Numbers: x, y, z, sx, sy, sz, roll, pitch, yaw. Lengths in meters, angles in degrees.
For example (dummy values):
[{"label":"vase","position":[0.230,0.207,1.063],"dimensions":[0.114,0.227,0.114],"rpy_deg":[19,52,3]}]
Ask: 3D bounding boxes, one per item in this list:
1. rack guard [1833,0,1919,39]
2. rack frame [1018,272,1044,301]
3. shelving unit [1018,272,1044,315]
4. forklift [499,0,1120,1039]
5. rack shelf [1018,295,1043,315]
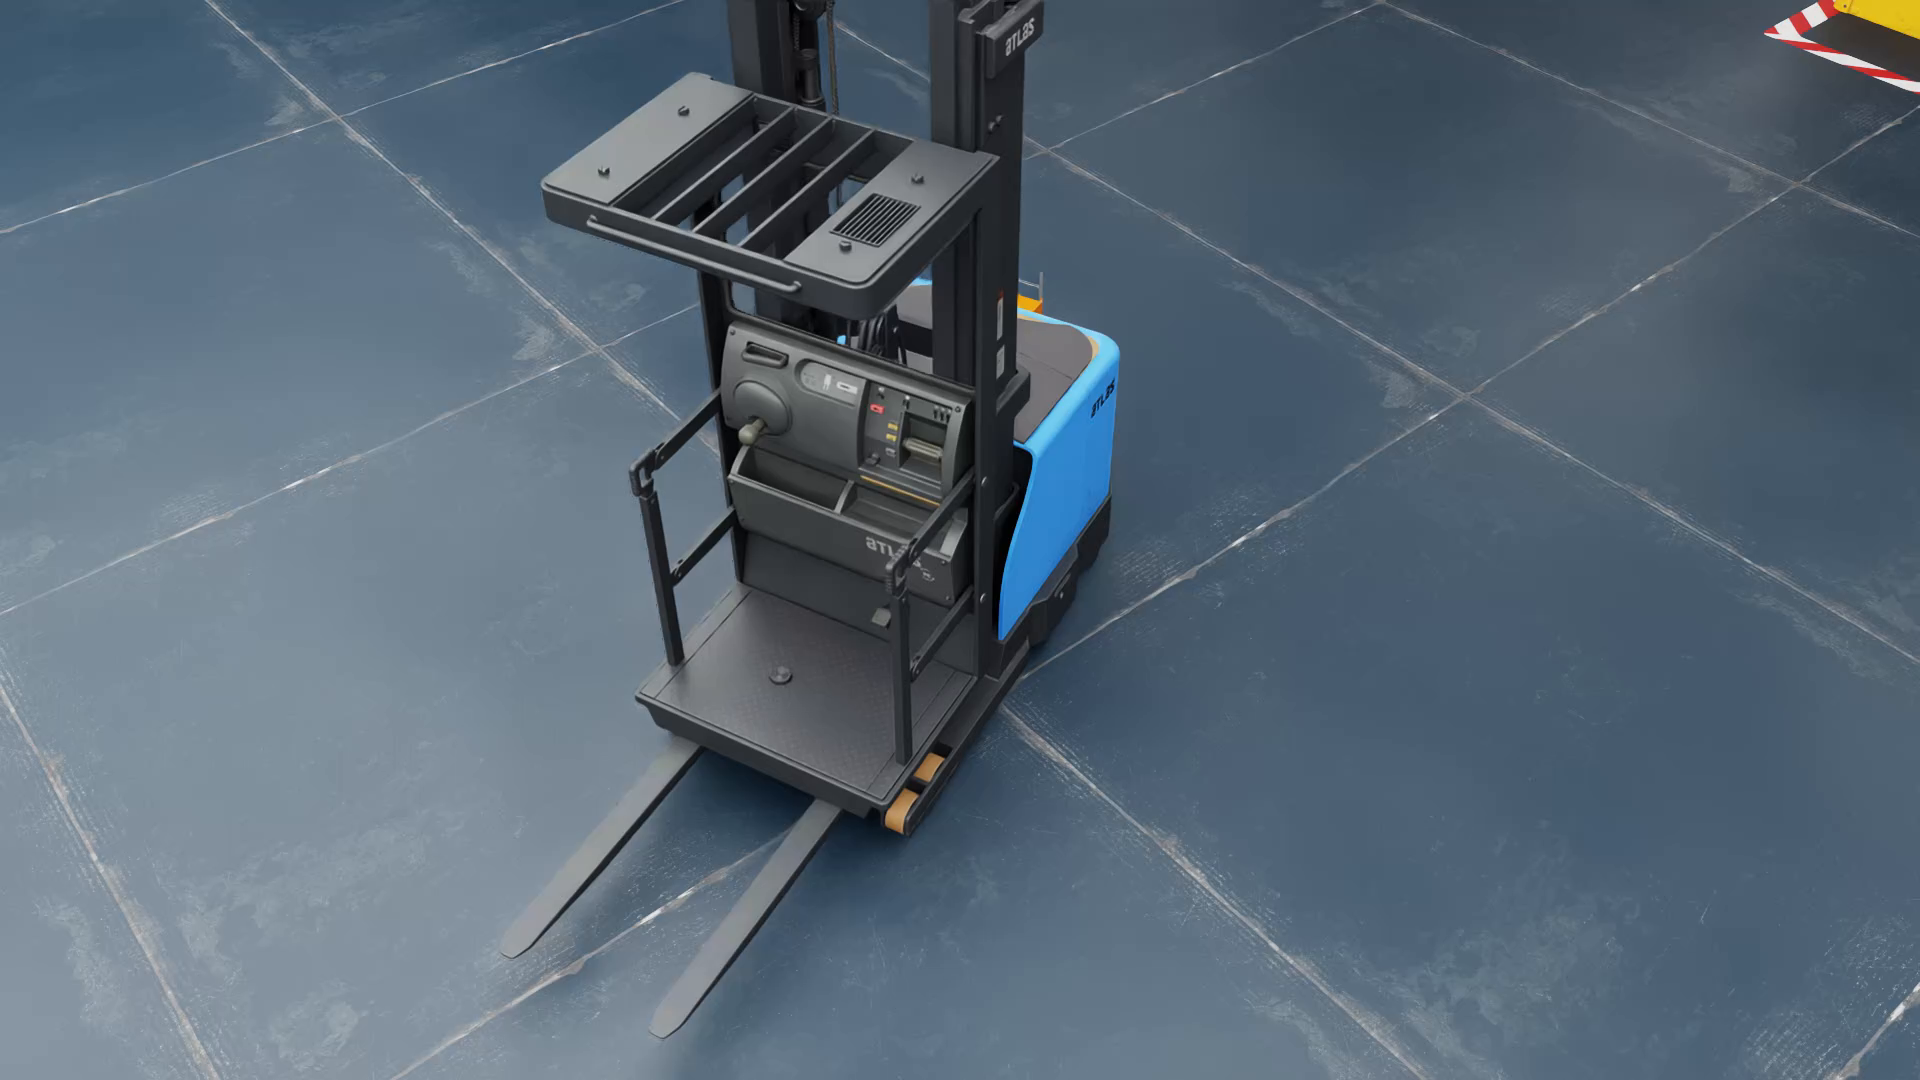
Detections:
[{"label":"rack guard","position":[6.261,-3.479,10.589],"dimensions":[0.348,0.500,1.175],"rpy_deg":[-30,51,-28]},{"label":"rack frame","position":[0.259,-0.757,7.289],"dimensions":[0.200,1.050,0.008],"rpy_deg":[20,47,20]},{"label":"shelving unit","position":[0.201,-0.683,7.211],"dimensions":[0.215,1.050,0.252],"rpy_deg":[20,47,20]},{"label":"forklift","position":[-0.504,-0.350,5.481],"dimensions":[1.130,2.935,3.031],"rpy_deg":[20,47,20]},{"label":"rack shelf","position":[0.201,-0.882,7.024],"dimensions":[0.215,0.259,0.240],"rpy_deg":[20,47,20]}]
